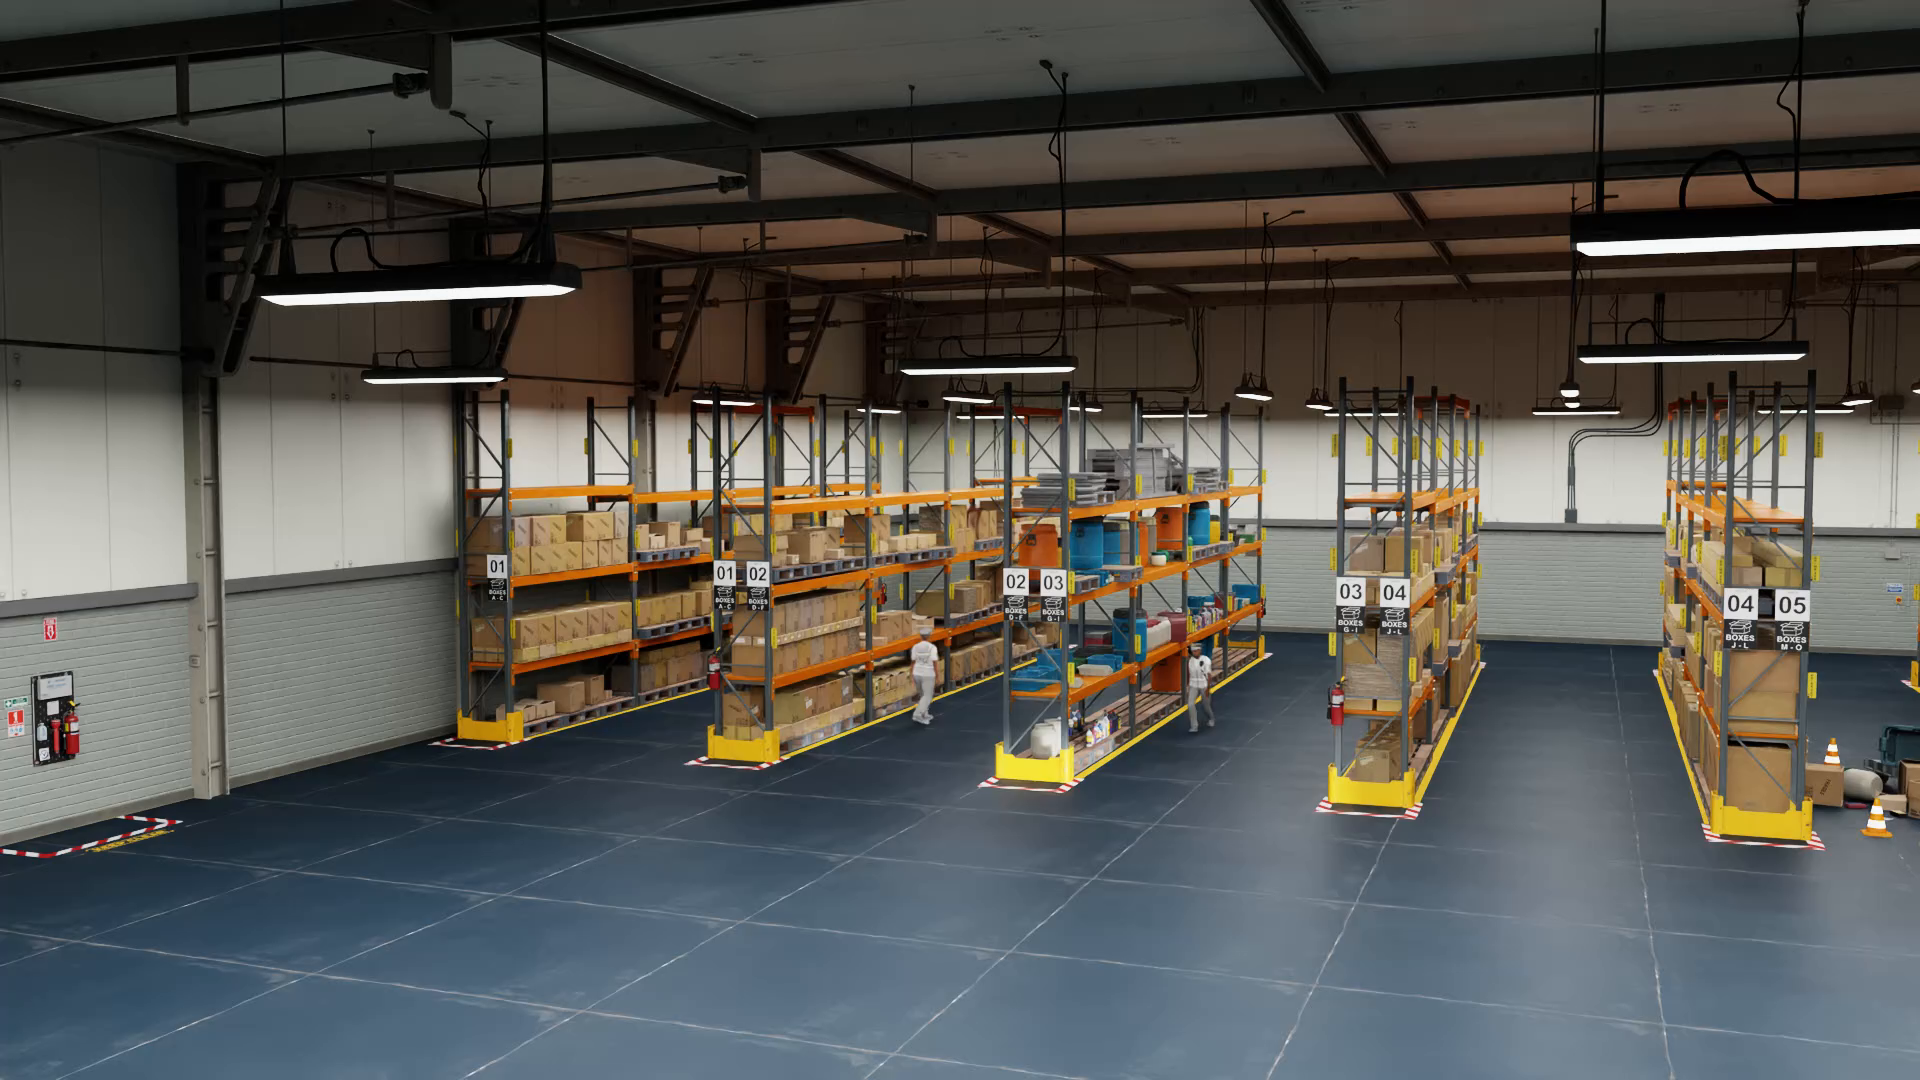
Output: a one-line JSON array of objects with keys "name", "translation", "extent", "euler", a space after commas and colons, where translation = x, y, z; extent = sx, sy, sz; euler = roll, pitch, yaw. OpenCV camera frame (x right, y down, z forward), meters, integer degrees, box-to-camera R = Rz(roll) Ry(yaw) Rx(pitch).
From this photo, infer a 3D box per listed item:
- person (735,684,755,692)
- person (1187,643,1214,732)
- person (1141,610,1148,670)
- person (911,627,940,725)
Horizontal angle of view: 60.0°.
[{"name": "person", "translation": [-3.872, 2.446, 30.303], "extent": [0.612, 1.780, 0.814], "euler": [0, 3, 3]}, {"name": "person", "translation": [4.249, 2.592, 29.505], "extent": [0.434, 1.541, 0.976], "euler": [1, 3, 25]}, {"name": "person", "translation": [3.888, 2.117, 36.612], "extent": [0.561, 1.728, 0.530], "euler": [-1, 3, -19]}, {"name": "person", "translation": [-0.640, 2.463, 30.104], "extent": [0.593, 1.746, 0.939], "euler": [2, 4, 37]}]
